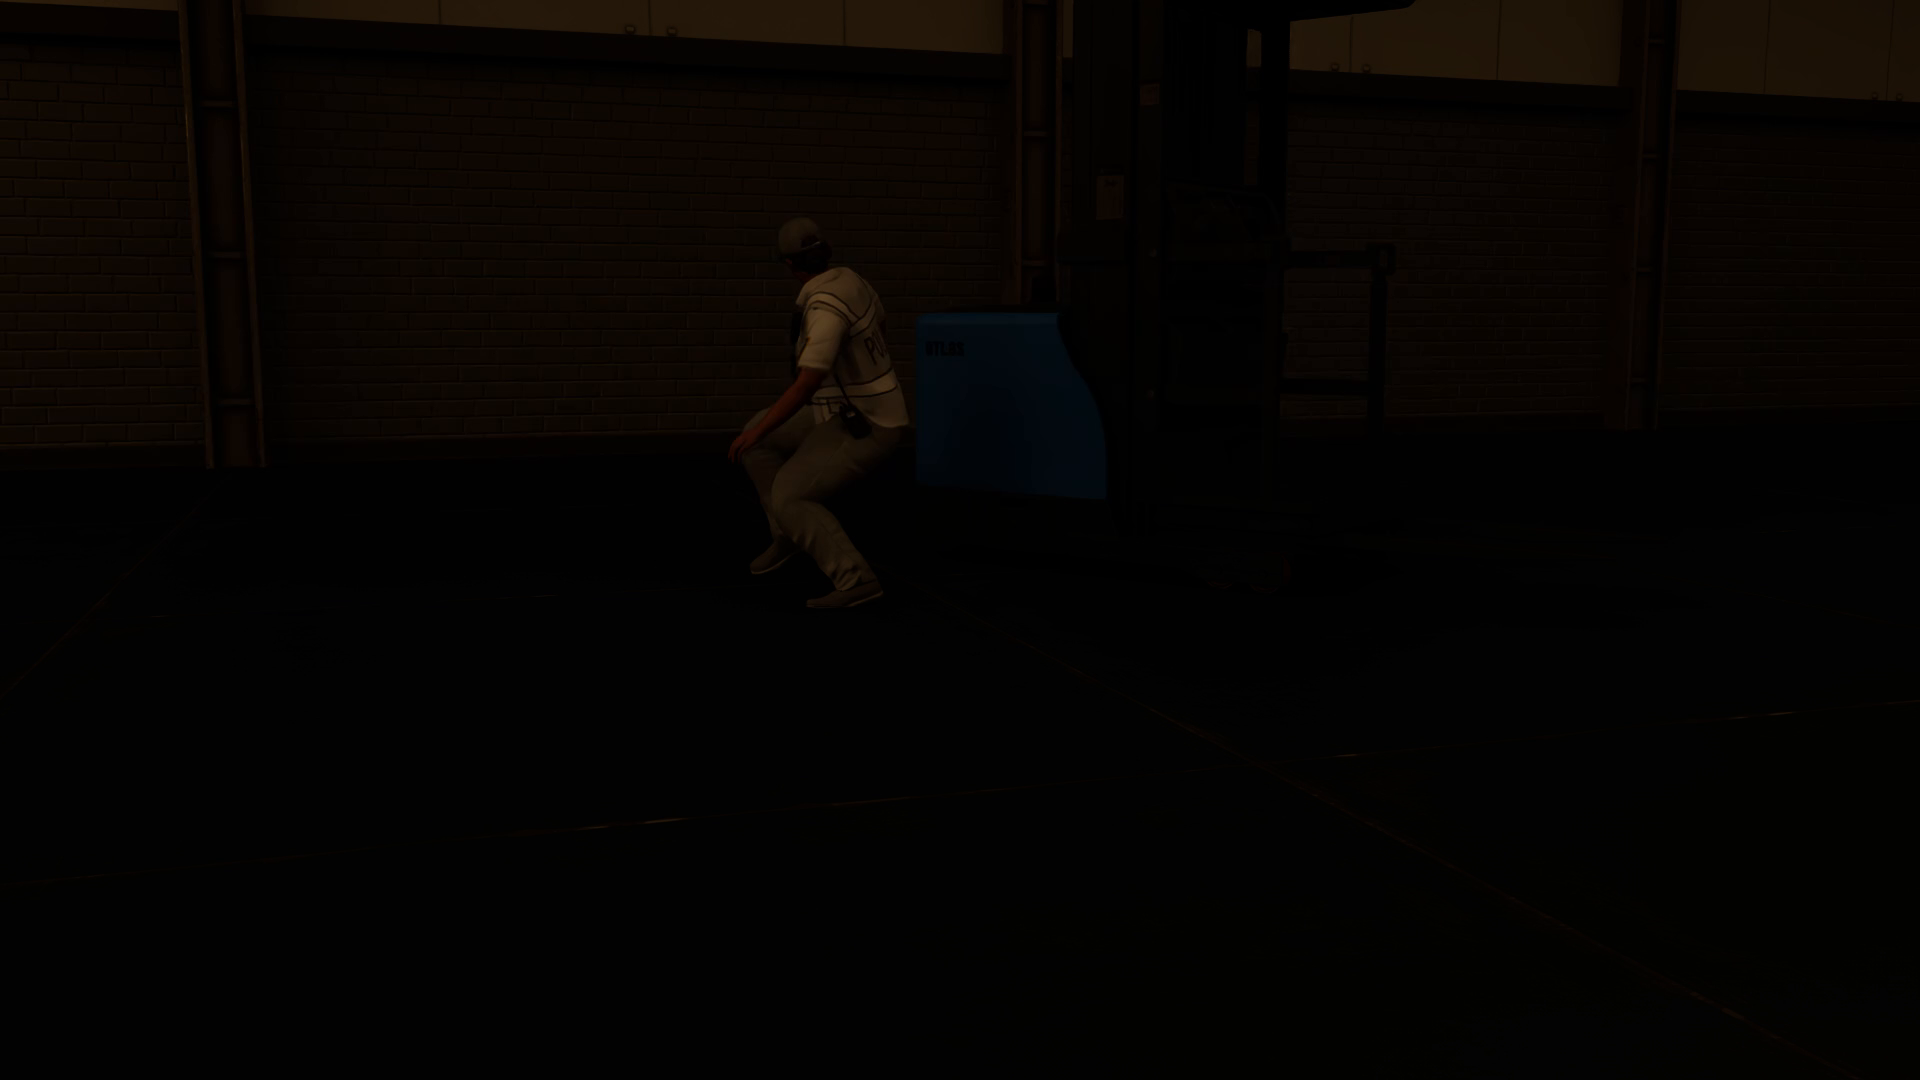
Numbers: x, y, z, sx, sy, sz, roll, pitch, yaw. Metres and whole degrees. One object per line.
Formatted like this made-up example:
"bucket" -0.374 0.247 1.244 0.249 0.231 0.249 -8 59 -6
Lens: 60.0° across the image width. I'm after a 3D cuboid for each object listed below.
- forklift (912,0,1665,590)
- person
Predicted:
"forklift" 1.267 -1.323 6.778 3.031 2.935 1.130 6 10 37
"person" -0.537 -0.471 6.320 0.683 1.421 0.727 -1 8 -7
